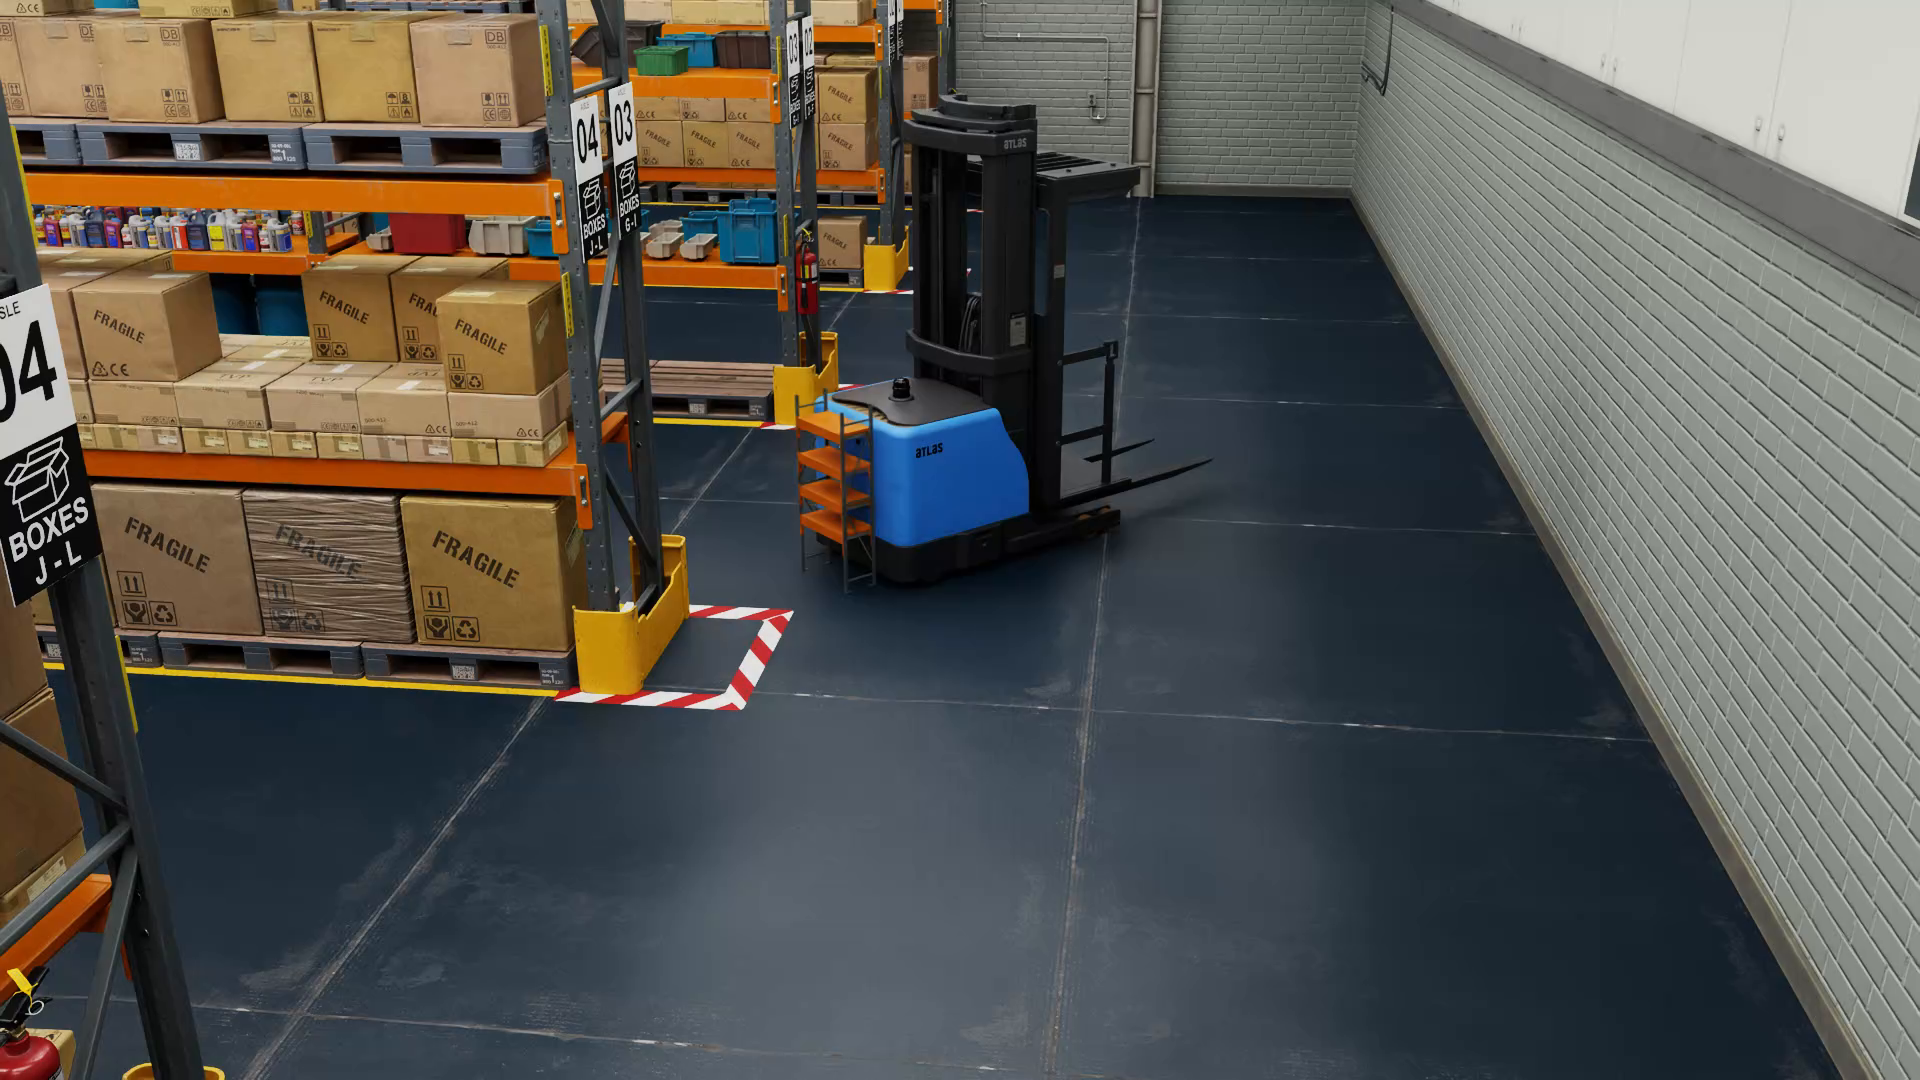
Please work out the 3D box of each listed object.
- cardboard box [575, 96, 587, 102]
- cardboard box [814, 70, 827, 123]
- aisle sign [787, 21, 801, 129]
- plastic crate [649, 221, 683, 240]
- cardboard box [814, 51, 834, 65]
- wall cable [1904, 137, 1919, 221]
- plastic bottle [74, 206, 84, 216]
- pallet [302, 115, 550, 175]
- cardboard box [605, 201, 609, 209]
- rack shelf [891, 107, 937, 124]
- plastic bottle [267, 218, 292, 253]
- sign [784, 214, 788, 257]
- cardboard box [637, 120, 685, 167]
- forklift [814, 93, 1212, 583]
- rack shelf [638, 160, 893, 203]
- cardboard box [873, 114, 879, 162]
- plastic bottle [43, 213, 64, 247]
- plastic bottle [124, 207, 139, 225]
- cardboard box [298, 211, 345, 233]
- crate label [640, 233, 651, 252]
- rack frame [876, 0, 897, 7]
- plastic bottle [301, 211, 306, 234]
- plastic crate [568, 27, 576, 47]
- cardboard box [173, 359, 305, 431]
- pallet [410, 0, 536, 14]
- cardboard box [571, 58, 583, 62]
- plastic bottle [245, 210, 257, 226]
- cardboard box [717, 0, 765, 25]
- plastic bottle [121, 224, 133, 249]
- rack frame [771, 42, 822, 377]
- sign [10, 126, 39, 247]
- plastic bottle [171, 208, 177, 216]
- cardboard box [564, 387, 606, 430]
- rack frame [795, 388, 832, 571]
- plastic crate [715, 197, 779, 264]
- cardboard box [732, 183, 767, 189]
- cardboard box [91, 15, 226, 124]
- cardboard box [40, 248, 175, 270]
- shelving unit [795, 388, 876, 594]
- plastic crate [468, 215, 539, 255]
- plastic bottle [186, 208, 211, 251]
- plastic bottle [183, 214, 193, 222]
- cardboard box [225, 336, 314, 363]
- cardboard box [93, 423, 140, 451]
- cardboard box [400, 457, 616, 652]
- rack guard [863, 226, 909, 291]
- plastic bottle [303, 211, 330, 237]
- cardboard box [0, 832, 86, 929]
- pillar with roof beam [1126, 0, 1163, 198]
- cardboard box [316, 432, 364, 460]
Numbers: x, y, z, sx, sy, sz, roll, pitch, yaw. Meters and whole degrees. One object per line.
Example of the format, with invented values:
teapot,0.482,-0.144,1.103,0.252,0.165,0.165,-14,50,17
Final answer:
cardboard box,-4.292,-4.928,18.328,0.500,0.500,0.500,3,22,8
cardboard box,-1.731,-4.818,18.051,0.500,0.500,0.500,3,22,8
aisle sign,-1.304,-3.657,13.074,0.004,0.787,0.394,2,22,6
plastic crate,-2.530,-2.667,14.384,0.298,0.136,0.250,2,22,6
cardboard box,-2.163,-6.397,23.132,0.700,0.700,0.980,1,22,4
wall cable,3.285,-3.532,3.760,0.120,5.999,2.277,2,22,6
plastic bottle,-7.912,-2.903,14.973,0.097,0.201,0.097,0,22,0
pallet,-2.662,-2.132,8.792,1.213,0.211,1.003,2,22,6
cardboard box,-4.128,-3.660,19.420,0.500,0.500,0.500,2,22,6
rack shelf,-2.162,-5.927,23.330,4.000,0.370,1.077,2,22,6
plastic bottle,-5.743,-2.572,14.035,0.135,0.276,0.152,2,22,6
sign,-1.390,-2.432,13.290,0.005,0.325,0.100,2,22,6
cardboard box,-3.248,-4.421,18.406,0.500,0.500,0.500,2,22,6
forklift,0.492,-1.508,11.268,3.031,2.935,1.130,-16,27,-36
rack shelf,-2.741,-4.118,18.755,4.000,0.370,1.077,2,22,6
cardboard box,-1.164,-4.528,18.678,0.500,0.500,0.500,3,22,7
plastic bottle,-7.752,-2.646,14.212,0.133,0.283,0.061,2,22,6
plastic bottle,-7.390,-2.903,14.861,0.133,0.283,0.061,2,22,6
cardboard box,-7.263,-3.586,19.233,0.500,0.500,0.500,2,22,6
crate label,-2.738,-2.453,13.842,0.243,0.136,0.396,2,22,6
rack frame,-0.755,-7.156,17.301,0.127,3.000,1.000,2,22,6
plastic bottle,-5.760,-2.854,14.738,0.133,0.283,0.061,2,22,6
plastic crate,-3.506,-4.106,13.828,0.530,0.282,0.437,2,22,6
cardboard box,-3.964,-0.807,9.201,0.500,0.250,0.500,3,22,6
pallet,-5.366,-5.901,18.461,1.003,0.211,1.213,2,22,6
cardboard box,-5.144,-6.489,23.205,0.500,0.500,0.500,3,22,7
plastic bottle,-6.300,-2.833,14.795,0.097,0.201,0.097,0,22,0
cardboard box,-2.289,-5.660,17.800,0.500,0.250,0.500,2,22,6
plastic bottle,-7.089,-2.586,14.172,0.097,0.201,0.097,0,22,0
rack frame,-1.341,-2.558,13.830,0.127,3.000,1.000,2,22,6
sign,-2.545,-0.943,4.475,0.005,0.325,0.100,2,22,6
plastic bottle,-6.990,-2.895,14.859,0.097,0.271,0.097,0,22,0
cardboard box,-2.238,-0.769,9.646,0.250,0.149,0.380,3,22,7
rack frame,-0.946,-0.382,10.773,0.240,1.200,0.015,-17,27,-36
plastic crate,-1.696,-2.549,13.677,0.499,0.435,0.616,2,22,6
cardboard box,-2.919,-5.288,23.565,0.500,0.500,0.700,2,22,6
cardboard box,-4.076,-2.495,8.747,0.500,0.500,0.700,3,22,9
cardboard box,-4.912,-1.394,9.667,0.500,0.500,0.500,3,22,7
shelving unit,-0.791,-0.312,10.598,0.258,1.200,0.503,-17,27,-36
plastic crate,-3.819,-2.570,13.941,0.530,0.282,0.437,2,22,6
plastic bottle,-6.449,-2.636,14.095,0.185,0.351,0.144,2,22,6
plastic bottle,-6.610,-2.654,14.248,0.097,0.271,0.097,0,22,0
cardboard box,-3.904,-1.001,9.692,0.500,0.250,0.500,2,22,5
cardboard box,-4.604,-0.627,9.288,0.250,0.149,0.380,2,22,6
cardboard box,-2.569,0.045,9.565,0.875,0.875,0.875,2,22,6
rack guard,-0.830,-3.207,18.872,0.348,0.500,1.175,2,22,6
plastic bottle,-5.665,-2.843,14.619,0.185,0.351,0.144,2,22,6
cardboard box,-2.892,1.040,5.071,0.250,0.149,0.380,2,22,6
pillar with roof beam,2.101,-7.592,18.404,0.400,9.000,9.100,2,22,6
cardboard box,-3.331,-0.572,9.147,0.250,0.149,0.380,2,22,5
